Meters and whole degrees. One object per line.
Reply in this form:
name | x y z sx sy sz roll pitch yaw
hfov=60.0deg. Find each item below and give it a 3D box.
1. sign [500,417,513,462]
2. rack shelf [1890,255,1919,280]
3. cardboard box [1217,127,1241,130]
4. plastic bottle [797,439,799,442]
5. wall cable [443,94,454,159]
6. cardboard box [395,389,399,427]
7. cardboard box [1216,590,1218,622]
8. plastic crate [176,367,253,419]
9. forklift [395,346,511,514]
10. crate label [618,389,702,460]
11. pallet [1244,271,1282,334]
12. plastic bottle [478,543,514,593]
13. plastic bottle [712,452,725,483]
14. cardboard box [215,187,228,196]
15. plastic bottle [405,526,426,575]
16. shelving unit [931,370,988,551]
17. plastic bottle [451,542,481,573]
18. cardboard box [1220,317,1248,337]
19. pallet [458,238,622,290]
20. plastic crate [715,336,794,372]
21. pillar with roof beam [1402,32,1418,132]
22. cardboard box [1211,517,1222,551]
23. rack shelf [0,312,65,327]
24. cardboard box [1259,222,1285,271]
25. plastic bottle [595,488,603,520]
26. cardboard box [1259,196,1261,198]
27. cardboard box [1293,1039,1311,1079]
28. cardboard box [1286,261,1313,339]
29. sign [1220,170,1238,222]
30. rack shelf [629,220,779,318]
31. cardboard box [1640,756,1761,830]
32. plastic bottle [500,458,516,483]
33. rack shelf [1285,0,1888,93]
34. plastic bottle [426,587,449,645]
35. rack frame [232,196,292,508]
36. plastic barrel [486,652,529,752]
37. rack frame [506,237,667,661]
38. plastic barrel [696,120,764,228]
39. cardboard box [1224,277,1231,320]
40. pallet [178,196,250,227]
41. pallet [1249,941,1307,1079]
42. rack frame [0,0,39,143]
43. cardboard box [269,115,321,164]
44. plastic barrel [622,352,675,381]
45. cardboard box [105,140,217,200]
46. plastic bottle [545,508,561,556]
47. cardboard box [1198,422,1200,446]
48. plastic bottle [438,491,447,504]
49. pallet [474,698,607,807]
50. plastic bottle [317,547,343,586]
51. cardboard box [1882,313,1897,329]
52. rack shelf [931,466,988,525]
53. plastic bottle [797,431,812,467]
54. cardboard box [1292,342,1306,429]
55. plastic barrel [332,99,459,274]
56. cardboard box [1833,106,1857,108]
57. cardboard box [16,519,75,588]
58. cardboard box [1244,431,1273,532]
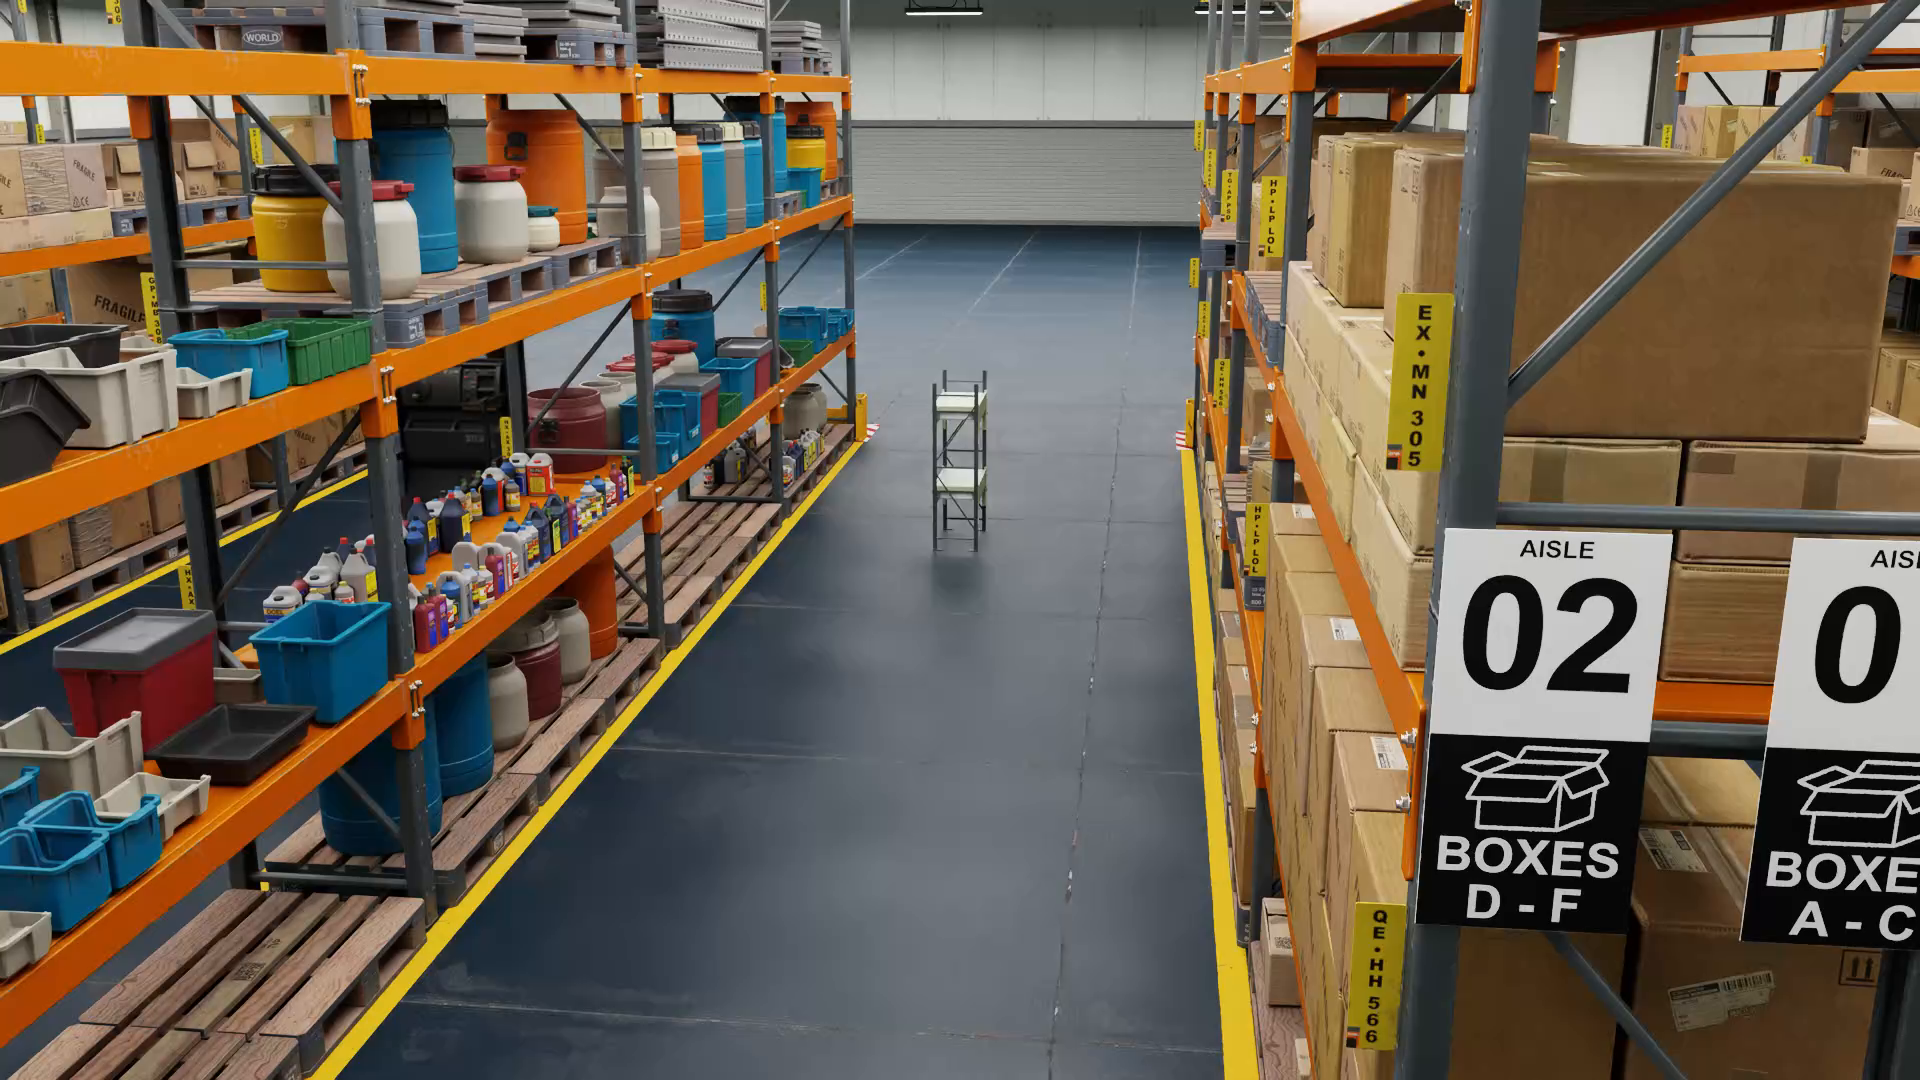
sign | -3.181 -0.703 11.703 0.100 0.325 0.005 2 15 6
rack shelf | 7.436 -1.938 12.213 1.077 0.370 4.000 2 15 6
cardboard box | 3.122 -4.157 17.773 0.797 0.503 0.637 3 15 10
plastic bottle | -1.700 -0.956 17.467 0.097 0.201 0.097 0 15 0
wall cable | -17.374 -13.017 52.010 3.097 2.526 0.112 2 15 6
cardboard box | -6.772 -1.509 18.982 0.500 0.500 0.500 6 16 21
cardboard box | 2.105 0.518 11.964 0.500 0.250 0.500 2 15 8
plastic crate | -2.850 -0.552 6.216 0.293 0.136 0.466 2 15 6
forklift | -4.614 -1.423 14.808 1.130 2.935 3.031 2 15 7
crate label | -2.252 -0.877 12.590 0.502 0.435 0.616 2 15 6
pallet | 2.094 -1.219 8.538 1.213 0.211 1.003 2 15 6
plastic bottle | -2.549 0.138 9.142 0.152 0.276 0.135 2 15 6
plastic bottle | -2.396 -0.757 16.446 0.144 0.351 0.185 1 15 5
cardboard box | -7.311 -3.295 16.141 0.500 0.250 0.500 2 15 8
plastic bottle | -3.096 0.056 9.455 0.097 0.271 0.097 0 15 0
shelving unit | 0.001 -0.726 14.973 0.431 1.500 0.755 2 15 6
plastic bottle | -2.701 0.134 9.158 0.152 0.276 0.135 2 15 6
cardboard box | 2.557 -1.939 15.152 0.380 0.149 0.250 2 15 6
pallet | -2.817 -1.771 10.582 1.003 0.211 1.213 2 15 6
plastic crate | -1.997 -1.750 16.005 0.767 0.338 0.504 2 15 6
pillar with roof beam | 8.001 -12.990 45.961 9.100 9.000 0.548 2 15 6
cardboard box | 2.214 -0.018 12.872 0.500 0.311 0.500 2 15 6
rack shelf | -11.795 -2.137 18.697 1.077 0.370 4.000 2 15 6
cardboard box | 2.156 -1.578 9.314 0.910 0.500 0.500 2 15 6
plastic bottle | -2.345 -0.232 10.653 0.097 0.201 0.097 0 15 0
cardboard box | 2.283 -2.161 11.143 0.500 0.250 0.500 1 15 2
cardboard box | 1.487 2.057 6.394 0.380 0.166 0.250 2 15 6
cardboard box | 1.535 -0.924 6.415 0.500 0.250 0.500 2 15 6
sign | 1.737 -2.217 10.727 0.100 0.325 0.005 2 15 6
rack shelf | -2.408 -2.229 13.292 1.077 0.370 4.000 2 15 6
cardboard box | 1.749 0.838 4.211 0.500 0.500 0.500 2 15 7
plastic bottle | -3.044 -0.416 11.200 0.097 0.271 0.097 0 15 0
rack shelf | 1.611 -1.454 4.685 1.077 0.370 4.000 2 15 6
plastic bottle | -2.604 0.367 8.283 0.061 0.283 0.133 2 15 6
rack frame | -7.103 -1.793 16.048 1.000 3.000 0.127 2 15 6
plastic barrel | -2.774 0.958 9.836 0.421 0.512 0.421 0 15 0
rack frame | -2.633 -0.610 11.672 1.000 3.000 0.127 2 15 6
plastic barrel | -2.024 -3.199 14.540 0.600 0.901 0.708 2 15 6
cardboard box | 2.783 -2.290 15.209 0.700 0.500 0.500 2 15 7
pallet | -7.279 -2.994 15.100 1.213 0.211 1.003 2 15 6
pallet | 1.758 2.099 6.997 1.003 0.211 1.213 2 15 6
rack frame | -11.569 -5.899 19.739 1.000 3.000 0.127 2 15 6
cardboard box | -7.088 -4.335 17.981 0.500 0.500 0.500 2 15 6
plastic barrel | -2.591 -1.281 13.893 0.433 0.535 0.433 0 15 0
cardboard box | -7.255 -3.375 15.148 0.797 0.503 0.637 1 15 3
plastic bottle | -2.420 -0.057 9.851 0.061 0.283 0.133 2 15 6
cardboard box | 2.856 -1.151 18.136 0.500 0.250 0.500 2 15 6
plastic bottle | -3.179 -0.153 10.204 0.061 0.283 0.133 2 15 6
pallet | -2.821 1.257 10.108 1.003 0.211 1.213 2 15 6
plastic bottle | -3.306 0.203 8.759 0.144 0.351 0.185 2 15 6
cardboard box | 7.922 -1.771 14.776 0.500 0.500 0.500 1 15 5
rack shelf | 0.001 -0.411 15.058 0.431 0.370 0.720 2 15 6
plastic bottle | -1.609 -0.937 17.114 0.144 0.351 0.185 2 15 6
cardboard box | 1.475 -0.553 6.001 0.500 0.250 0.500 2 15 6
plastic barrel | -3.044 -1.912 8.977 0.600 0.901 0.708 2 15 6
cardboard box | 8.132 -3.863 15.809 0.500 0.500 0.500 2 15 6
cardboard box | -7.499 0.064 13.125 0.700 0.500 0.500 1 15 3
cardboard box | 2.036 -0.316 9.588 0.700 0.500 0.500 5 16 17
